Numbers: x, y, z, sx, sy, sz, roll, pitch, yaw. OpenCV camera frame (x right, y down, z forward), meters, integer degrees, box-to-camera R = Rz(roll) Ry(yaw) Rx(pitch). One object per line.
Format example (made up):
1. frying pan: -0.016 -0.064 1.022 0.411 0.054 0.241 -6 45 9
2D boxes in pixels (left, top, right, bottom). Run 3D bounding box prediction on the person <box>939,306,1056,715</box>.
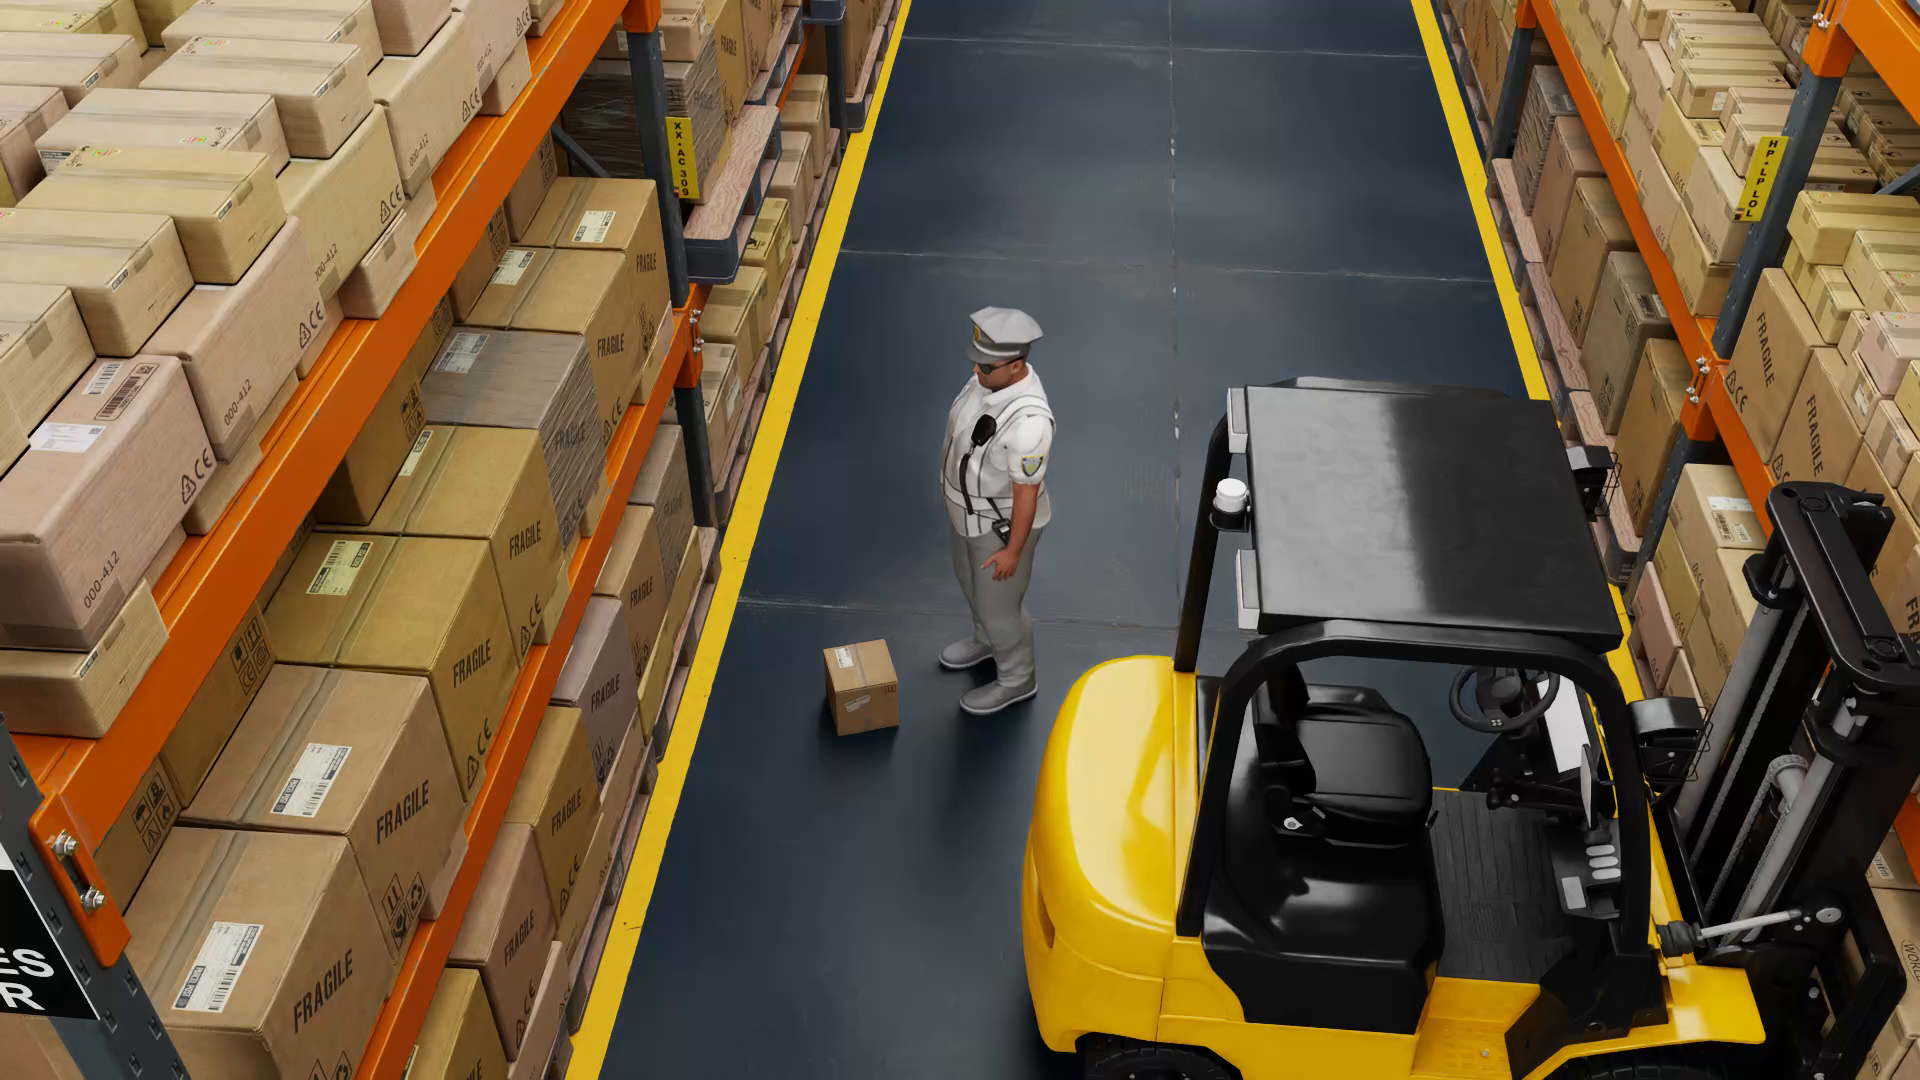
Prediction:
1. person: 0.129 -0.094 6.268 0.393 1.748 0.528 -12 41 -14
